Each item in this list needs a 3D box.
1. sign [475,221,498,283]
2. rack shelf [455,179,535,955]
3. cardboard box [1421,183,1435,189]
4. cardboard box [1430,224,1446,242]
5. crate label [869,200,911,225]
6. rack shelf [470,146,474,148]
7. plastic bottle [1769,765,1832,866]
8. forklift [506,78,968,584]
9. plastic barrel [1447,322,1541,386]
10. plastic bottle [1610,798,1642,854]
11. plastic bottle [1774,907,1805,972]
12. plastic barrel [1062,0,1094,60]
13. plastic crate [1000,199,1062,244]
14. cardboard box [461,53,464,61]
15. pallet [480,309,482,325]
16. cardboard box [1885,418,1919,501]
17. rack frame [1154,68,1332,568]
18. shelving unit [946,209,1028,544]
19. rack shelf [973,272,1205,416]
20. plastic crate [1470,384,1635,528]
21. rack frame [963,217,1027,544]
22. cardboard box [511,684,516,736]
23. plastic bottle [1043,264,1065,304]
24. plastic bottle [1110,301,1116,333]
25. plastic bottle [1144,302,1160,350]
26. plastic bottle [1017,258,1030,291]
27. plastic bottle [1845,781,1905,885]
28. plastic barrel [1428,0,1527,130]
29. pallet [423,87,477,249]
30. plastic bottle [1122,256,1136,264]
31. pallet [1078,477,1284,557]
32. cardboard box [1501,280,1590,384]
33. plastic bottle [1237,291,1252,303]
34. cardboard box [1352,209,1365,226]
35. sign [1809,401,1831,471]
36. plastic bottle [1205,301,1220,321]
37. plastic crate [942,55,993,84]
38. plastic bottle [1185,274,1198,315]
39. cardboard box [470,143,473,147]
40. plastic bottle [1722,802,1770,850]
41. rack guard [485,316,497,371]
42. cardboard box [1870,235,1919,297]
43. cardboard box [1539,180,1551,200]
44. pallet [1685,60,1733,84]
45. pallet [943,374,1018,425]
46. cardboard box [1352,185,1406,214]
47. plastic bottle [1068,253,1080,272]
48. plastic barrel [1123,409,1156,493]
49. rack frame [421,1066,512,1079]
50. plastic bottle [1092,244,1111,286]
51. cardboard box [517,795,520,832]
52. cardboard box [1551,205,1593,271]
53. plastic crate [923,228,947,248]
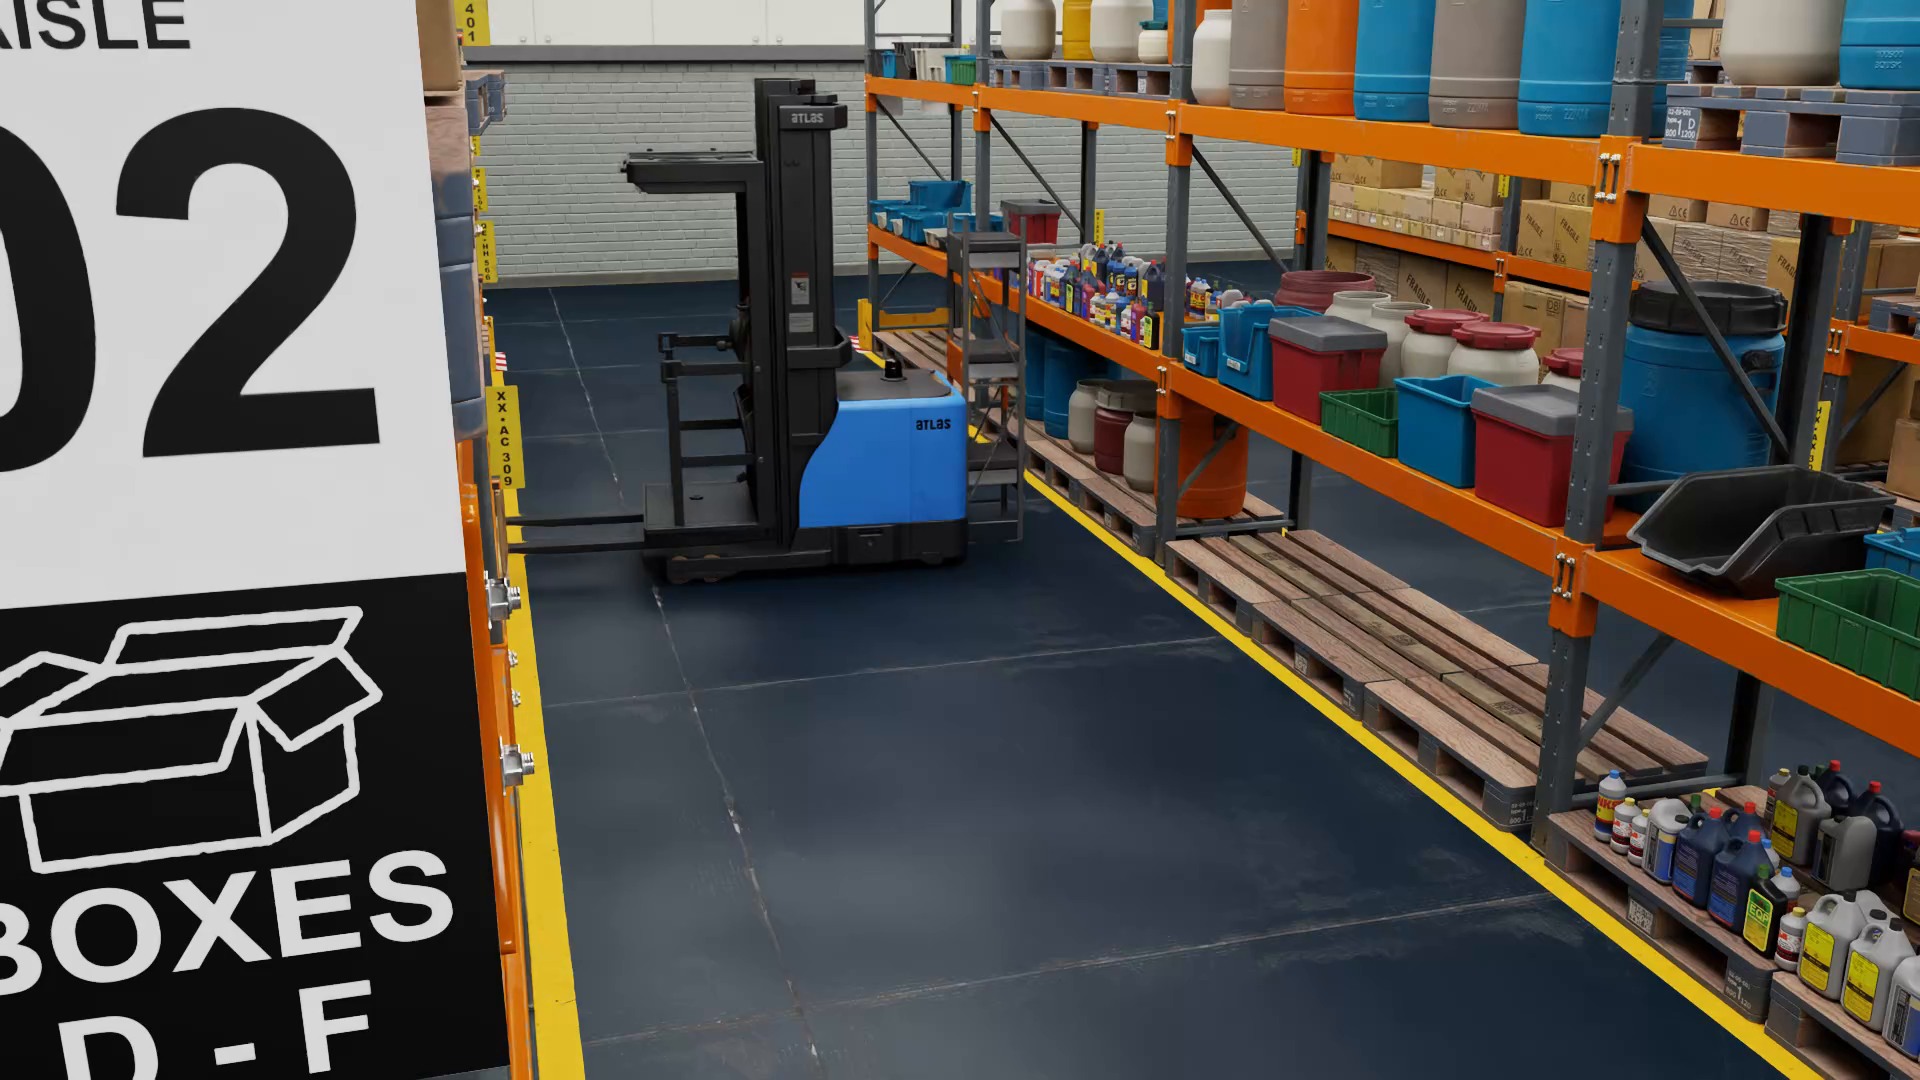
[{"bbox_3d":[-2.509,-1.525,8.801,0.100,0.325,0.005,-5,17,-15],"label":"sign"},{"bbox_3d":[-1.393,-0.358,2.965,1.077,0.370,4.000,-5,17,-15],"label":"rack shelf"},{"bbox_3d":[4.953,-3.597,17.456,0.500,0.250,0.500,-5,18,-17],"label":"cardboard box"},{"bbox_3d":[4.774,-2.965,16.047,0.380,0.149,0.250,-4,17,-14],"label":"cardboard box"},{"bbox_3d":[-0.725,-3.383,17.187,0.416,0.233,0.303,-5,17,-15],"label":"crate label"},{"bbox_3d":[-3.591,-2.571,10.332,1.077,0.370,4.000,-5,17,-15],"label":"rack shelf"},{"bbox_3d":[3.137,1.015,6.198,0.144,0.351,0.185,-5,17,-15],"label":"plastic bottle"},{"bbox_3d":[-1.516,-1.301,10.189,3.031,2.935,1.130,-3,17,-10],"label":"forklift"},{"bbox_3d":[2.567,-0.759,8.030,0.433,0.535,0.433,0,17,0],"label":"plastic barrel"},{"bbox_3d":[2.515,1.071,6.272,0.097,0.201,0.097,0,17,0],"label":"plastic bottle"},{"bbox_3d":[2.751,1.308,5.481,0.097,0.201,0.097,0,17,0],"label":"plastic bottle"},{"bbox_3d":[1.069,-3.914,12.496,0.600,0.588,0.600,0,17,0],"label":"plastic barrel"},{"bbox_3d":[0.618,-2.748,14.672,0.402,0.464,0.583,-5,17,-15],"label":"plastic crate"},{"bbox_3d":[-4.569,-4.105,14.451,0.500,0.250,0.500,-5,17,-15],"label":"cardboard box"},{"bbox_3d":[-3.581,-1.371,10.636,1.003,0.211,1.213,-5,17,-15],"label":"pallet"},{"bbox_3d":[6.687,-0.537,11.107,0.700,0.500,0.500,-6,18,-18],"label":"cardboard box"},{"bbox_3d":[1.722,-1.316,10.119,1.000,3.000,0.127,-5,17,-15],"label":"rack frame"},{"bbox_3d":[0.167,-1.059,10.827,0.431,2.100,0.503,-3,17,-11],"label":"shelving unit"},{"bbox_3d":[1.172,-1.525,12.064,1.077,0.370,4.000,-5,17,-15],"label":"rack shelf"},{"bbox_3d":[2.394,-0.350,6.791,0.402,0.464,0.583,-5,17,-15],"label":"plastic crate"},{"bbox_3d":[0.216,-0.990,10.598,0.400,2.100,0.015,-3,17,-11],"label":"rack frame"},{"bbox_3d":[-2.093,0.612,6.774,0.500,0.311,0.500,-5,18,-17],"label":"cardboard box"},{"bbox_3d":[0.702,-1.884,12.227,0.152,0.276,0.135,-5,17,-15],"label":"plastic bottle"},{"bbox_3d":[1.043,-1.477,11.000,0.097,0.201,0.097,0,17,0],"label":"plastic bottle"},{"bbox_3d":[1.200,-1.338,10.396,0.061,0.283,0.133,-5,17,-15],"label":"plastic bottle"},{"bbox_3d":[0.490,-2.067,12.843,0.097,0.271,0.097,0,17,0],"label":"plastic bottle"},{"bbox_3d":[3.328,1.057,6.059,0.144,0.351,0.185,-6,18,-18],"label":"plastic bottle"},{"bbox_3d":[2.293,-2.191,6.945,0.600,0.901,0.600,0,17,0],"label":"plastic barrel"},{"bbox_3d":[-1.352,-0.642,2.816,1.003,0.211,1.213,-5,17,-15],"label":"pallet"},{"bbox_3d":[1.281,-2.039,12.741,0.152,0.276,0.135,-5,17,-15],"label":"plastic bottle"},{"bbox_3d":[1.465,-0.195,11.235,1.003,0.211,1.213,-5,17,-15],"label":"pallet"},{"bbox_3d":[5.580,-1.822,14.767,1.225,0.875,0.875,-5,17,-15],"label":"cardboard box"},{"bbox_3d":[1.867,-1.500,10.934,0.061,0.283,0.133,-5,17,-15],"label":"plastic bottle"},{"bbox_3d":[4.350,-3.392,17.466,0.380,0.149,0.250,-5,17,-16],"label":"cardboard box"},{"bbox_3d":[3.353,-0.382,6.530,0.100,0.325,0.005,-5,17,-15],"label":"sign"},{"bbox_3d":[1.672,-1.479,11.007,0.097,0.201,0.097,0,17,0],"label":"plastic bottle"},{"bbox_3d":[0.065,-4.005,14.149,0.416,0.233,0.300,-5,17,-15],"label":"plastic crate"},{"bbox_3d":[1.640,-1.728,11.695,0.061,0.283,0.133,-5,17,-15],"label":"plastic bottle"},{"bbox_3d":[-4.426,-3.139,14.275,0.500,0.500,0.500,-4,17,-14],"label":"cardboard box"},{"bbox_3d":[2.783,1.093,5.938,0.144,0.351,0.185,-5,17,-15],"label":"plastic bottle"},{"bbox_3d":[-5.219,-1.920,16.475,1.175,0.500,0.348,-5,17,-15],"label":"rack guard"},{"bbox_3d":[6.612,-1.911,11.927,0.500,0.500,0.500,-4,17,-14],"label":"cardboard box"},{"bbox_3d":[5.499,-3.396,15.485,0.500,0.500,0.500,-5,17,-15],"label":"cardboard box"},{"bbox_3d":[5.946,-3.537,12.626,1.003,0.211,1.213,-4,17,-13],"label":"pallet"},{"bbox_3d":[0.383,-1.287,14.870,1.003,0.211,1.213,-5,17,-15],"label":"pallet"},{"bbox_3d":[4.442,-3.554,17.314,0.500,0.250,0.500,-5,18,-17],"label":"cardboard box"},{"bbox_3d":[0.927,-2.229,13.503,0.097,0.201,0.097,0,17,0],"label":"plastic bottle"},{"bbox_3d":[1.330,-0.609,11.359,0.421,0.512,0.421,0,17,0],"label":"plastic barrel"},{"bbox_3d":[-0.843,1.288,1.452,1.000,3.000,0.127,-5,17,-15],"label":"rack frame"},{"bbox_3d":[1.102,-2.108,12.841,0.144,0.351,0.185,-5,17,-15],"label":"plastic bottle"},{"bbox_3d":[-1.954,1.024,6.378,0.500,0.250,0.500,-4,17,-14],"label":"cardboard box"},{"bbox_3d":[5.410,-2.576,14.139,0.500,0.500,0.500,-5,17,-15],"label":"cardboard box"},{"bbox_3d":[-0.145,-2.783,15.356,0.293,0.136,0.466,-5,17,-15],"label":"plastic crate"}]
